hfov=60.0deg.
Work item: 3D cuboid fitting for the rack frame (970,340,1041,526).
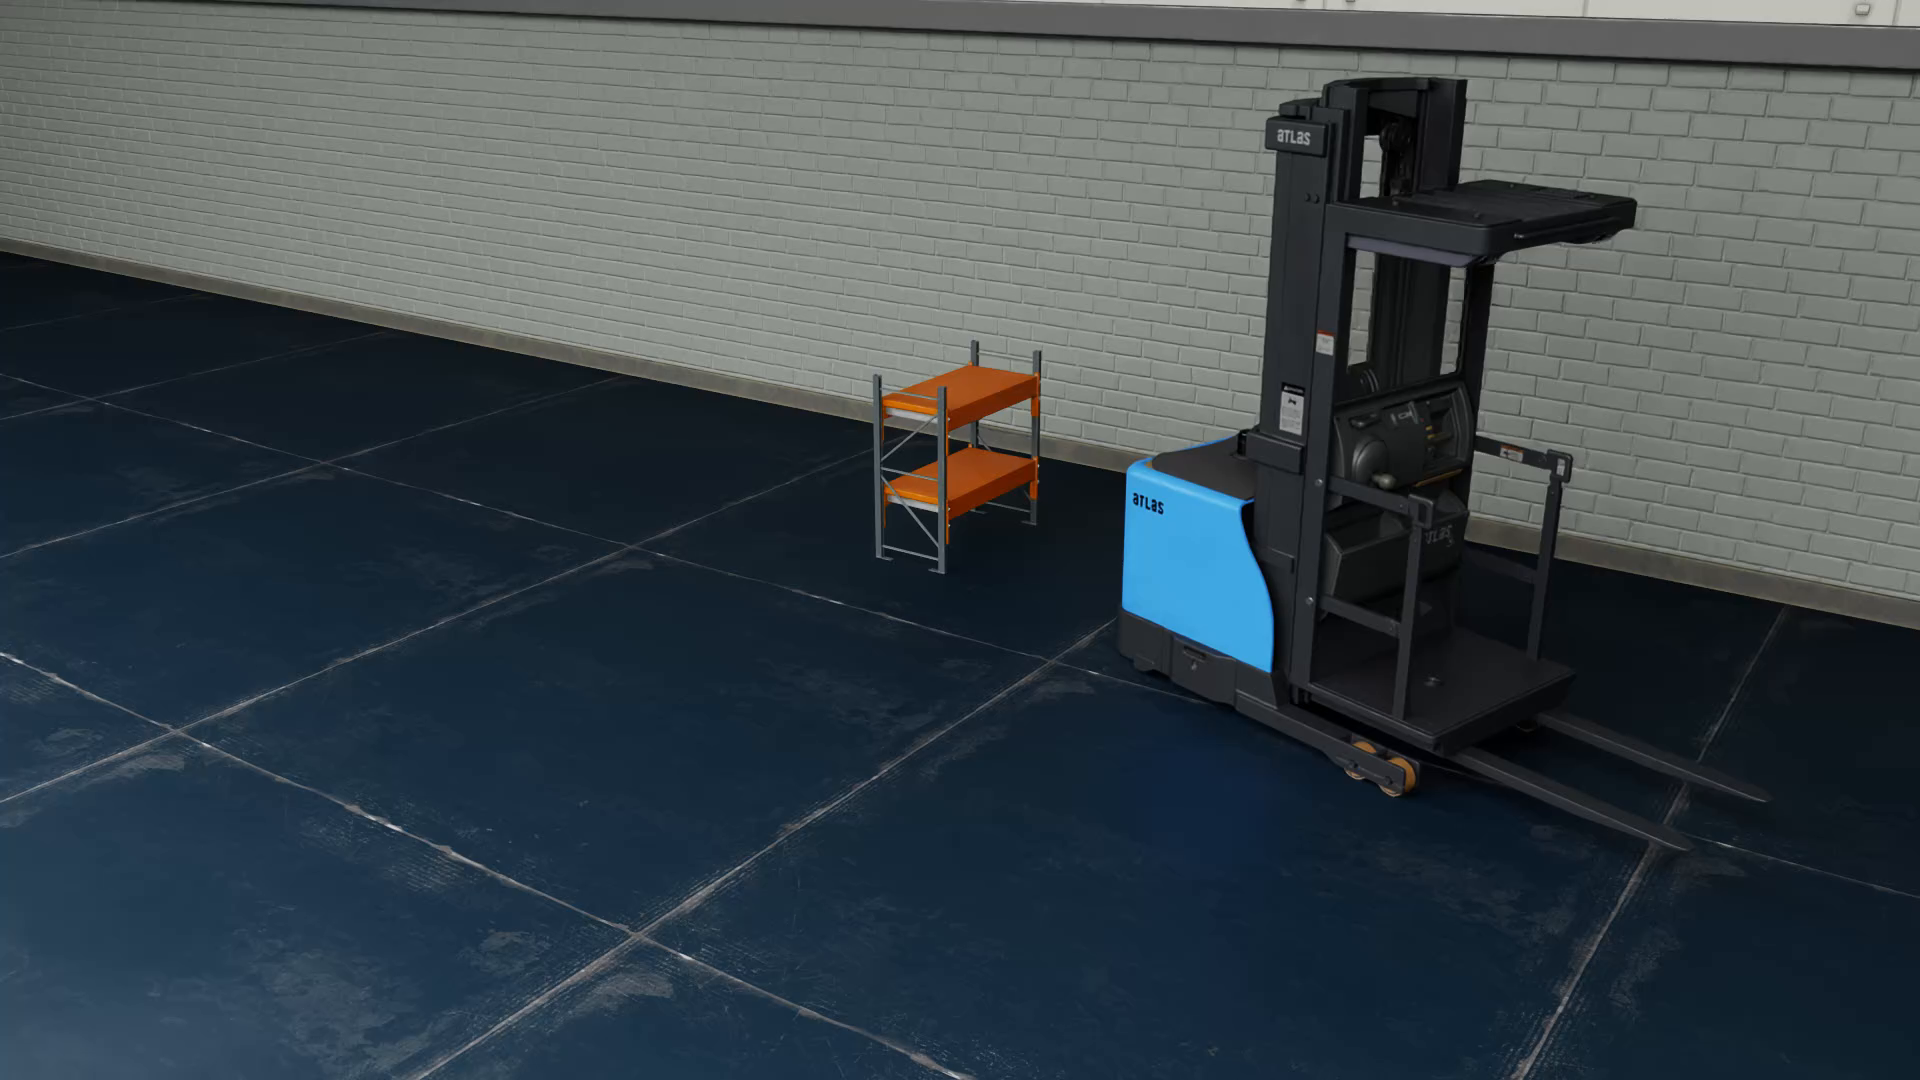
[{"bbox_3d":[0.282,-0.671,10.459,0.500,1.125,0.032,13,24,32],"label":"rack frame"}]

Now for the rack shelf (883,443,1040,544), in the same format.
[{"bbox_3d":[-0.004,-0.296,10.149,0.538,0.278,1.000,13,24,32],"label":"rack shelf"}]

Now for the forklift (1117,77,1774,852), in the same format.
[{"bbox_3d":[2.116,-0.453,7.264,1.130,2.935,3.031,-15,25,-36],"label":"forklift"}]

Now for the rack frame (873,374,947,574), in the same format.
[{"bbox_3d":[-0.290,-0.380,9.670,0.500,1.125,0.032,13,24,32],"label":"rack frame"}]

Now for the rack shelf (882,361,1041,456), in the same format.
[{"bbox_3d":[-0.004,-0.800,9.963,0.538,0.278,1.000,13,24,32],"label":"rack shelf"}]

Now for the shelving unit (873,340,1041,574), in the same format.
[{"bbox_3d":[-0.004,-0.526,10.065,0.538,1.125,1.048,13,24,32],"label":"shelving unit"}]
